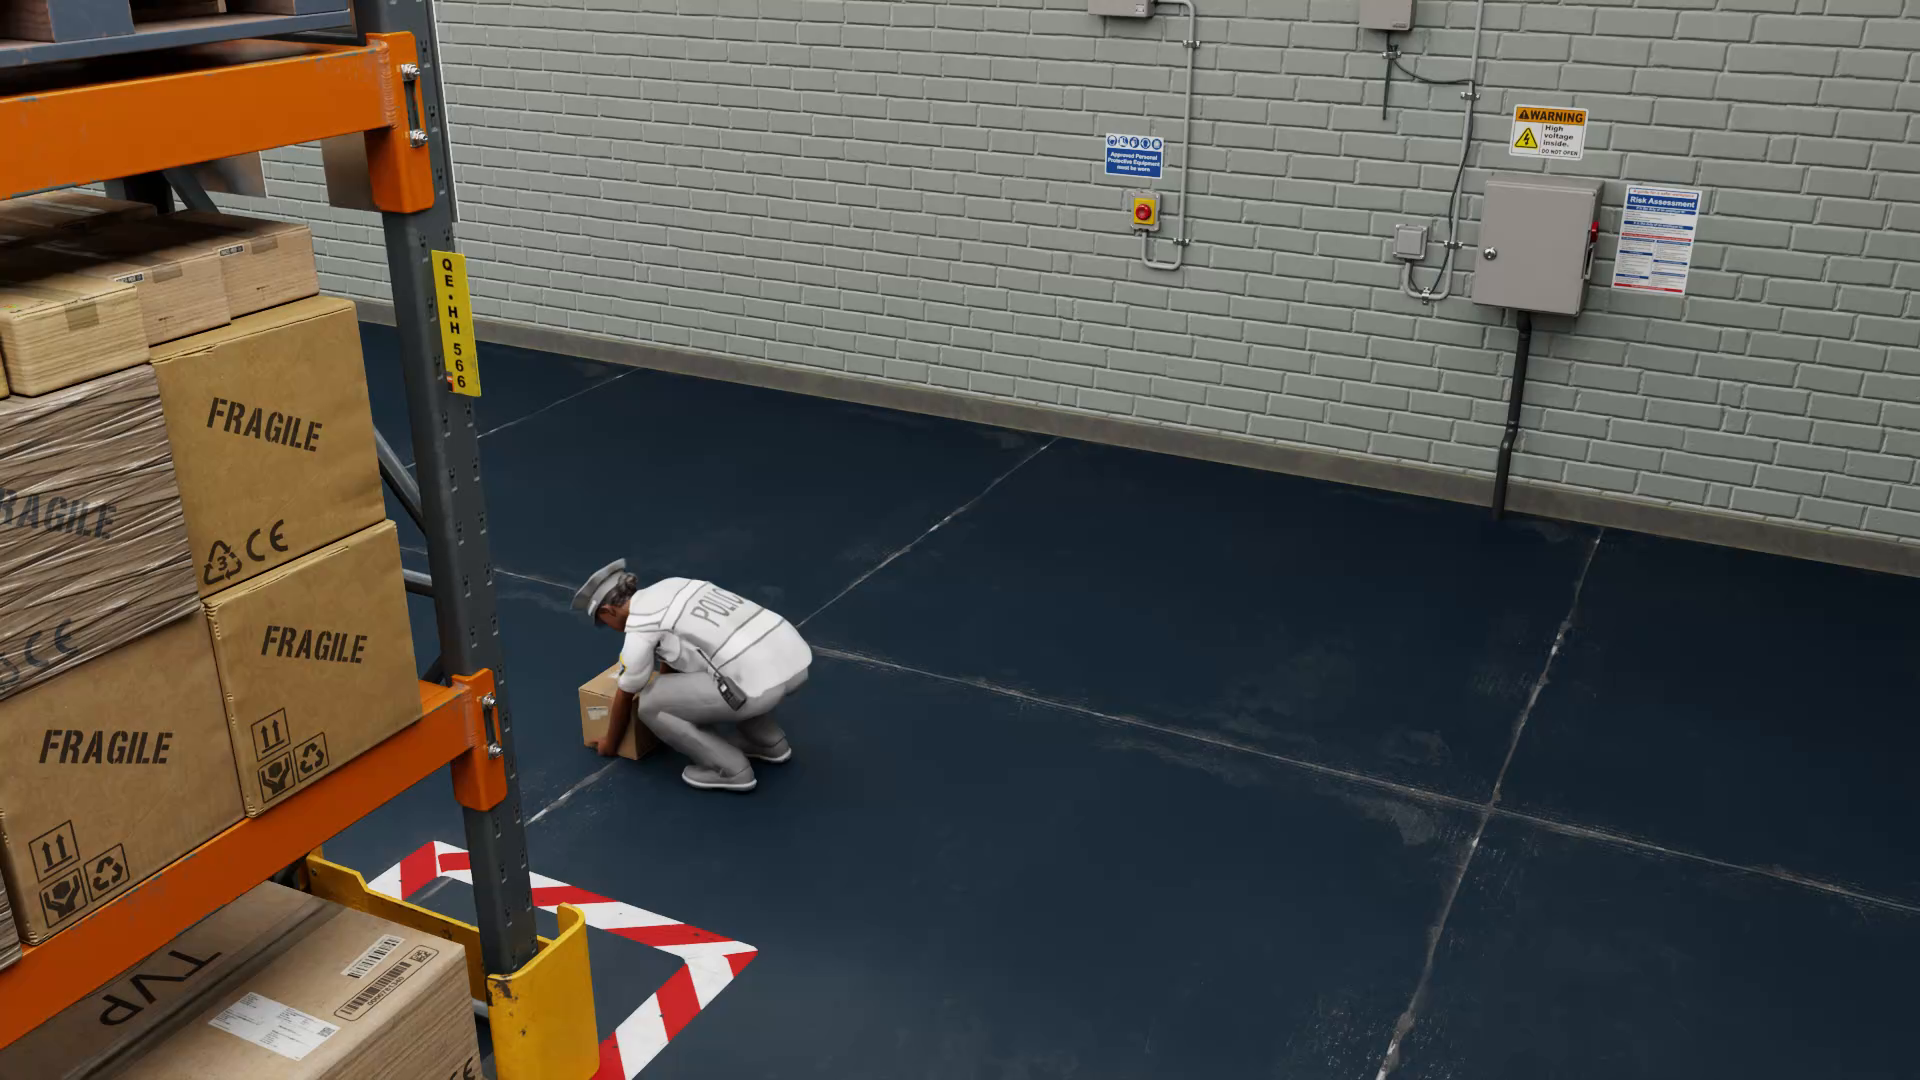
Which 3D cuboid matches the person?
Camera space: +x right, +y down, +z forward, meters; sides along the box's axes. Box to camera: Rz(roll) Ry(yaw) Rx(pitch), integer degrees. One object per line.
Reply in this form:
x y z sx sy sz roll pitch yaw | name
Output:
-0.988 0.497 6.136 0.908 0.817 0.465 11 25 24 | person
